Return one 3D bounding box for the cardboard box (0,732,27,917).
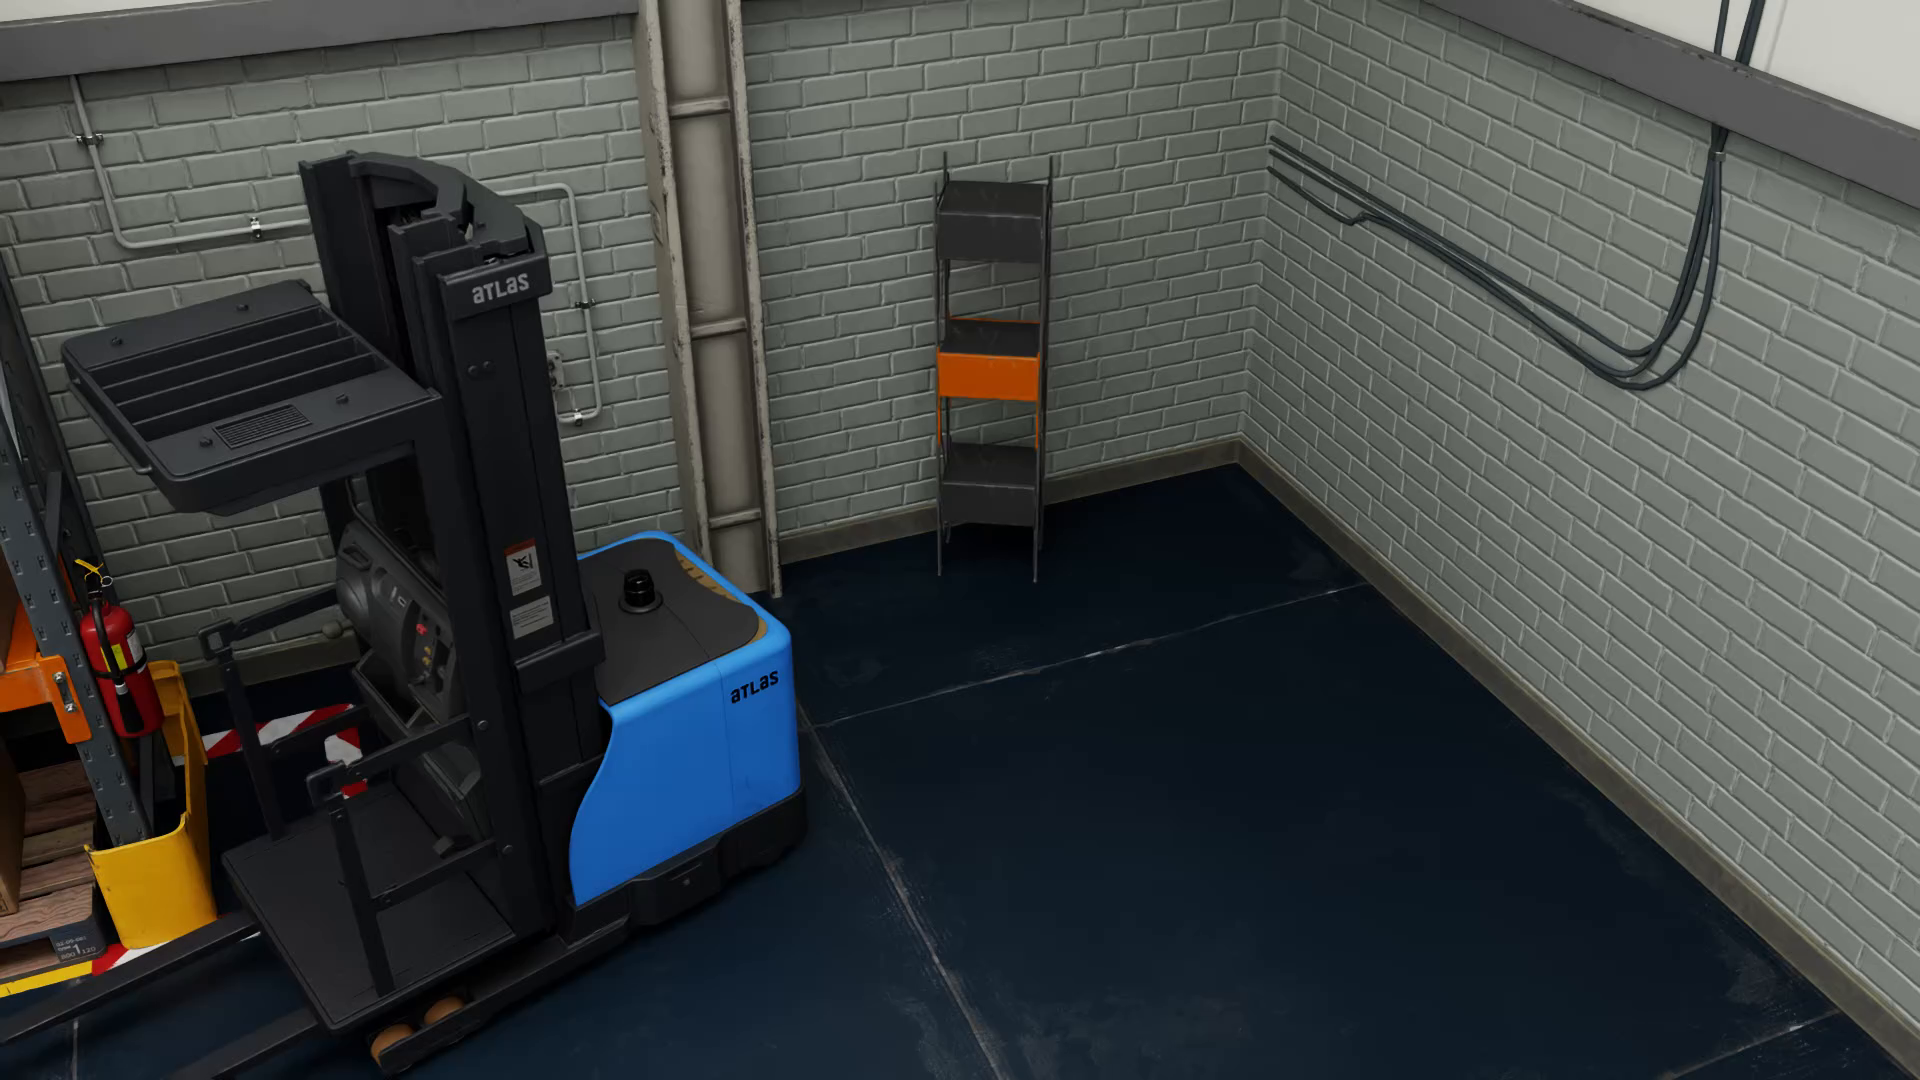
[{"bbox_3d":[-3.887,1.063,6.273,0.500,0.500,0.700,-13,35,-19],"label":"cardboard box"}]

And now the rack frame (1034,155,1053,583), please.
[{"bbox_3d":[0.400,-0.771,8.006,0.015,2.100,0.400,4,33,6],"label":"rack frame"}]

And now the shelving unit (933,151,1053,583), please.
[{"bbox_3d":[0.158,-0.787,8.032,0.503,2.100,0.431,4,33,6],"label":"shelving unit"}]

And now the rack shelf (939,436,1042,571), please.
[{"bbox_3d":[0.160,-0.188,8.420,0.480,0.518,0.431,4,33,6],"label":"rack shelf"}]

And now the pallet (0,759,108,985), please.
[{"bbox_3d":[-3.988,1.370,6.451,1.213,0.211,1.003,-13,35,-19],"label":"pallet"}]

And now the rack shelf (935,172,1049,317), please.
[{"bbox_3d":[0.155,-1.362,7.658,0.480,0.518,0.431,4,33,6],"label":"rack shelf"}]

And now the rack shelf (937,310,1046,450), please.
[{"bbox_3d":[0.158,-0.775,8.039,0.480,0.518,0.431,4,33,6],"label":"rack shelf"}]

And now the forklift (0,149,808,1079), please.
[{"bbox_3d":[-2.082,0.322,5.568,3.031,2.935,1.130,-24,40,-32],"label":"forklift"}]

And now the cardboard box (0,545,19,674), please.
[{"bbox_3d":[-3.747,-0.020,5.755,0.700,0.700,0.980,-11,35,-17],"label":"cardboard box"}]

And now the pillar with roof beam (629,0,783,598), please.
[{"bbox_3d":[0.541,-1.362,2.592,0.400,9.000,9.100,-13,35,-19],"label":"pillar with roof beam"}]

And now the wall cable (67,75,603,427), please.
[{"bbox_3d":[-2.466,-1.179,6.880,1.851,1.984,0.084,-13,35,-19],"label":"wall cable"}]

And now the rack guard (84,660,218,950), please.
[{"bbox_3d":[-3.258,1.036,6.700,0.348,0.500,1.175,-13,35,-19],"label":"rack guard"}]

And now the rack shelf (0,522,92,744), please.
[{"bbox_3d":[-5.125,0.717,5.557,4.000,0.370,1.077,-13,35,-19],"label":"rack shelf"}]

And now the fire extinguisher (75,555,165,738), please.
[{"bbox_3d":[-2.963,0.382,5.825,0.183,0.674,0.296,-13,35,-19],"label":"fire extinguisher"}]

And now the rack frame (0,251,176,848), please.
[{"bbox_3d":[-3.281,-0.007,6.010,0.127,3.000,1.000,-13,35,-19],"label":"rack frame"}]

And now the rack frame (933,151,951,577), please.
[{"bbox_3d":[-0.085,-0.802,8.057,0.015,2.100,0.400,4,33,6],"label":"rack frame"}]

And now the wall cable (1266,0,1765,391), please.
[{"bbox_3d":[2.073,-2.234,6.780,0.112,2.526,3.097,-13,35,-19],"label":"wall cable"}]
